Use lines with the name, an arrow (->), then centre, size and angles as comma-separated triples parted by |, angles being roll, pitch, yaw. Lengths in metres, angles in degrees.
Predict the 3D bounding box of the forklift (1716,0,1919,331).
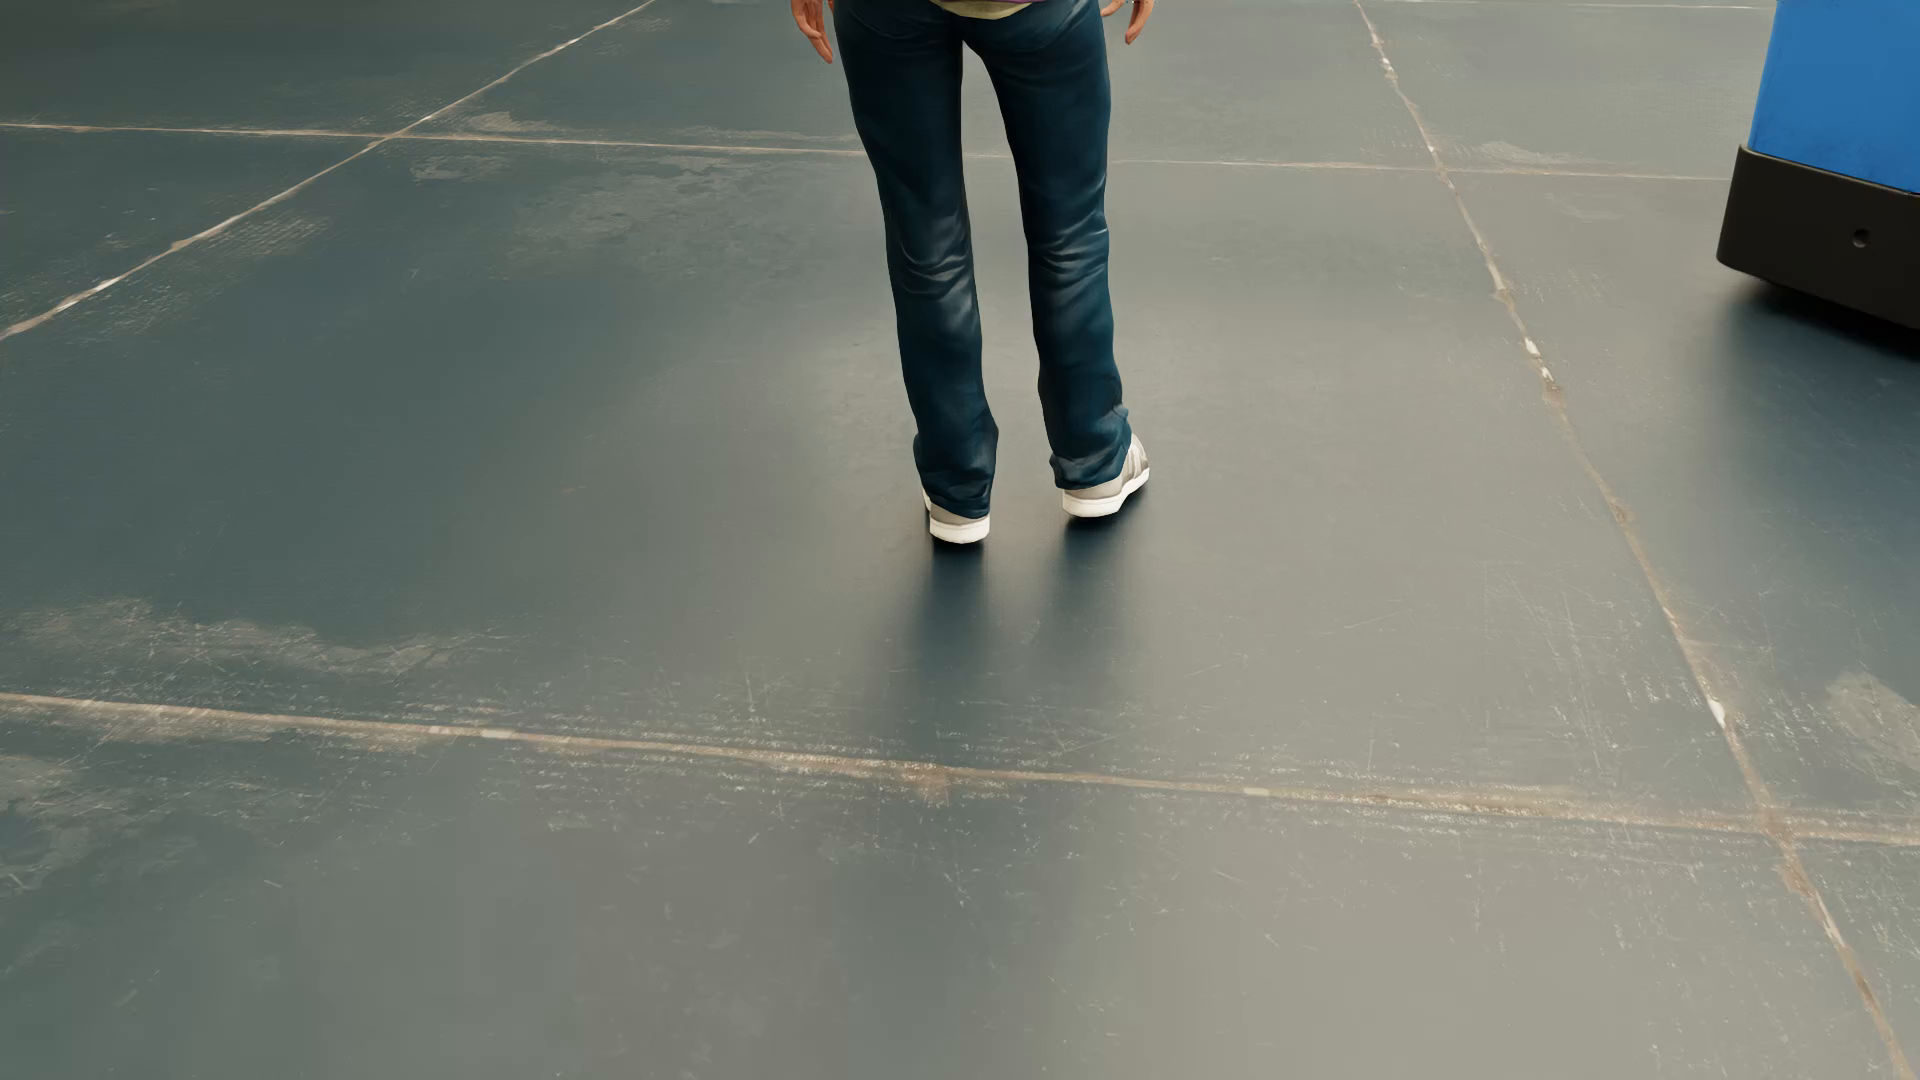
forklift -> 3.161, -1.936, 3.097 | 3.031, 2.935, 1.130 | -12, 29, -23

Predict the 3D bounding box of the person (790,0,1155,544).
person -> 0.024, -0.754, 2.205 | 0.520, 1.599, 0.473 | 3, 27, 7
